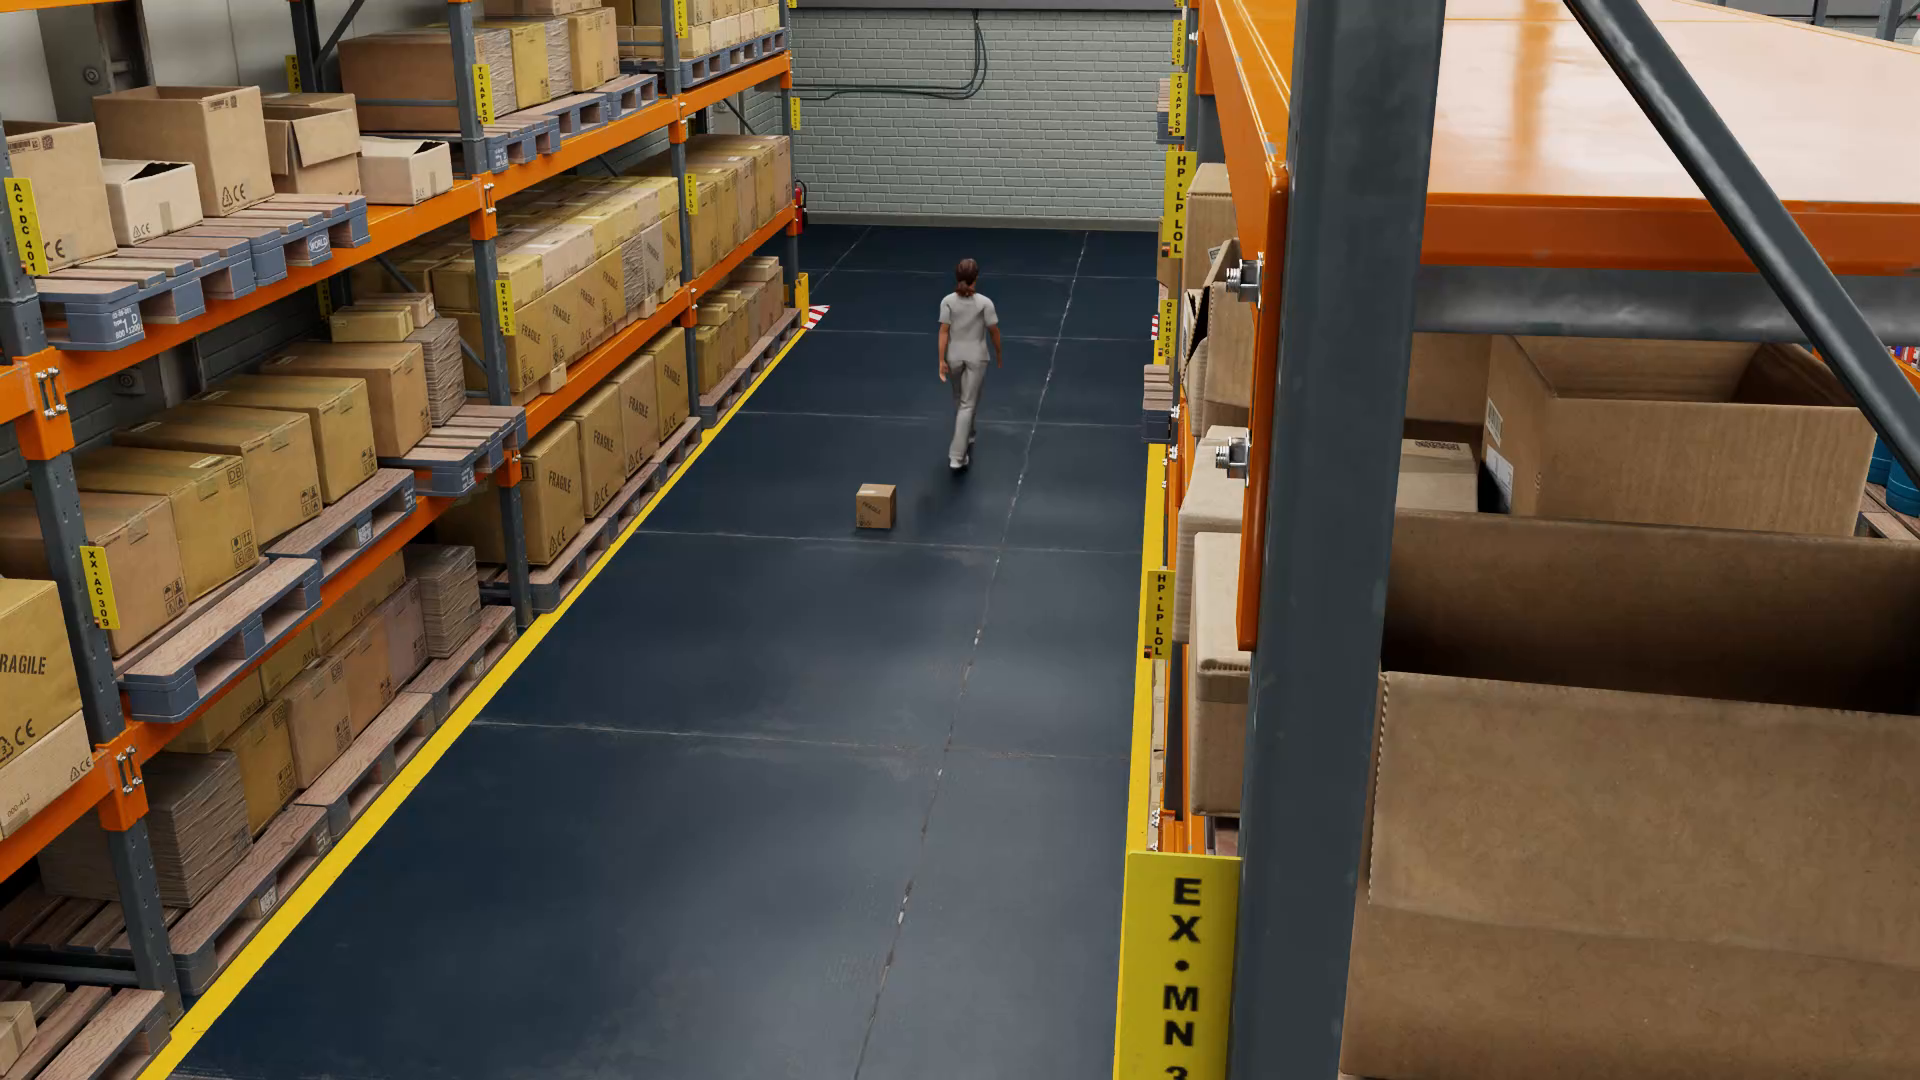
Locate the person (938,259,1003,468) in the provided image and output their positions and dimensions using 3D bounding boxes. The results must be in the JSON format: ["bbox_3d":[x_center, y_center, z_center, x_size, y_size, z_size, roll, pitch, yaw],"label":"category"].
[{"bbox_3d":[0.098,-1.461,13.311,0.462,1.616,0.987,6,22,14],"label":"person"}]
